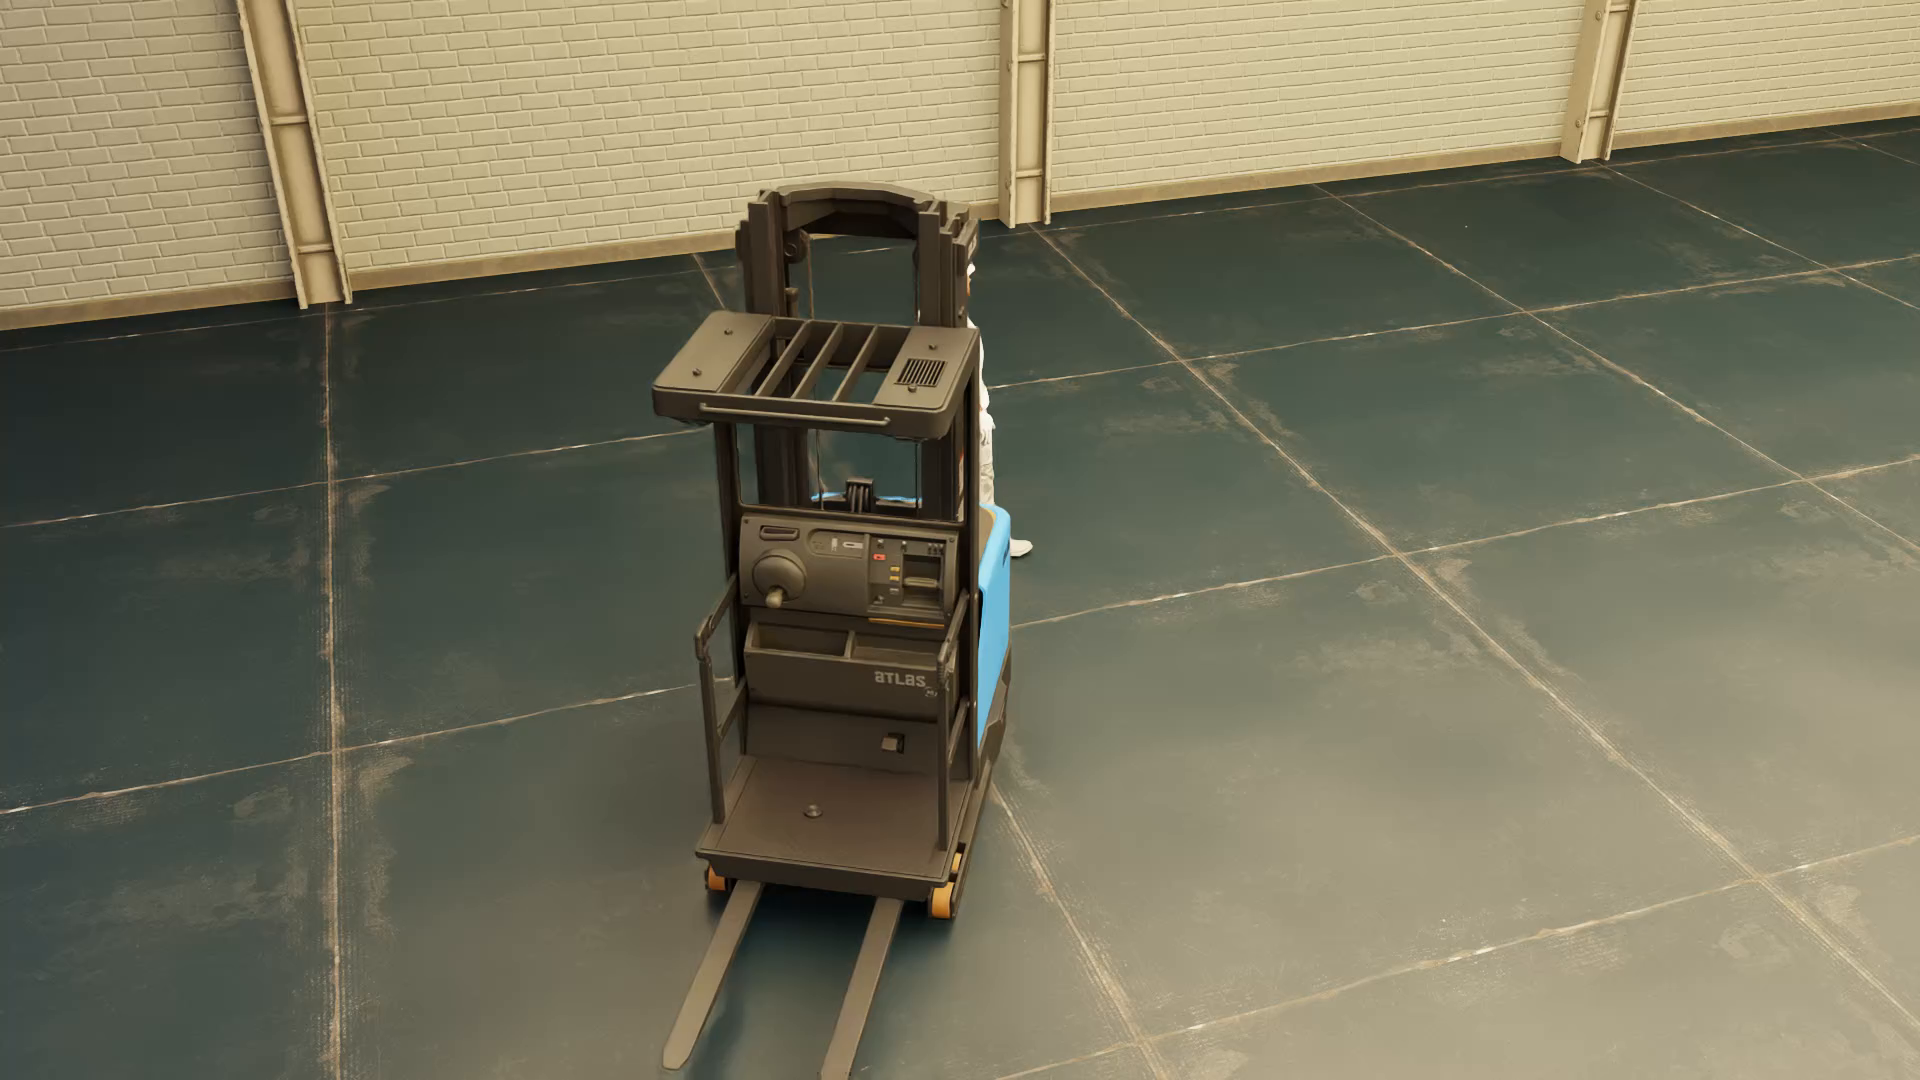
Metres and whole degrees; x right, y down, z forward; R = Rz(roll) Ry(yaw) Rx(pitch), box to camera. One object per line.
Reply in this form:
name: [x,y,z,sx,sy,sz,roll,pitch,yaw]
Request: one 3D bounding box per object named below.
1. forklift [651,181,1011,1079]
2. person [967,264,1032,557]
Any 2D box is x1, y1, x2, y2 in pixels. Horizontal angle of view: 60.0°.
forklift: [-12.286,1.875,3.827,23.089,2.935,13.963,5,30,9]
person: [0.079,-0.788,9.593,0.559,1.781,0.656,-10,31,-16]
